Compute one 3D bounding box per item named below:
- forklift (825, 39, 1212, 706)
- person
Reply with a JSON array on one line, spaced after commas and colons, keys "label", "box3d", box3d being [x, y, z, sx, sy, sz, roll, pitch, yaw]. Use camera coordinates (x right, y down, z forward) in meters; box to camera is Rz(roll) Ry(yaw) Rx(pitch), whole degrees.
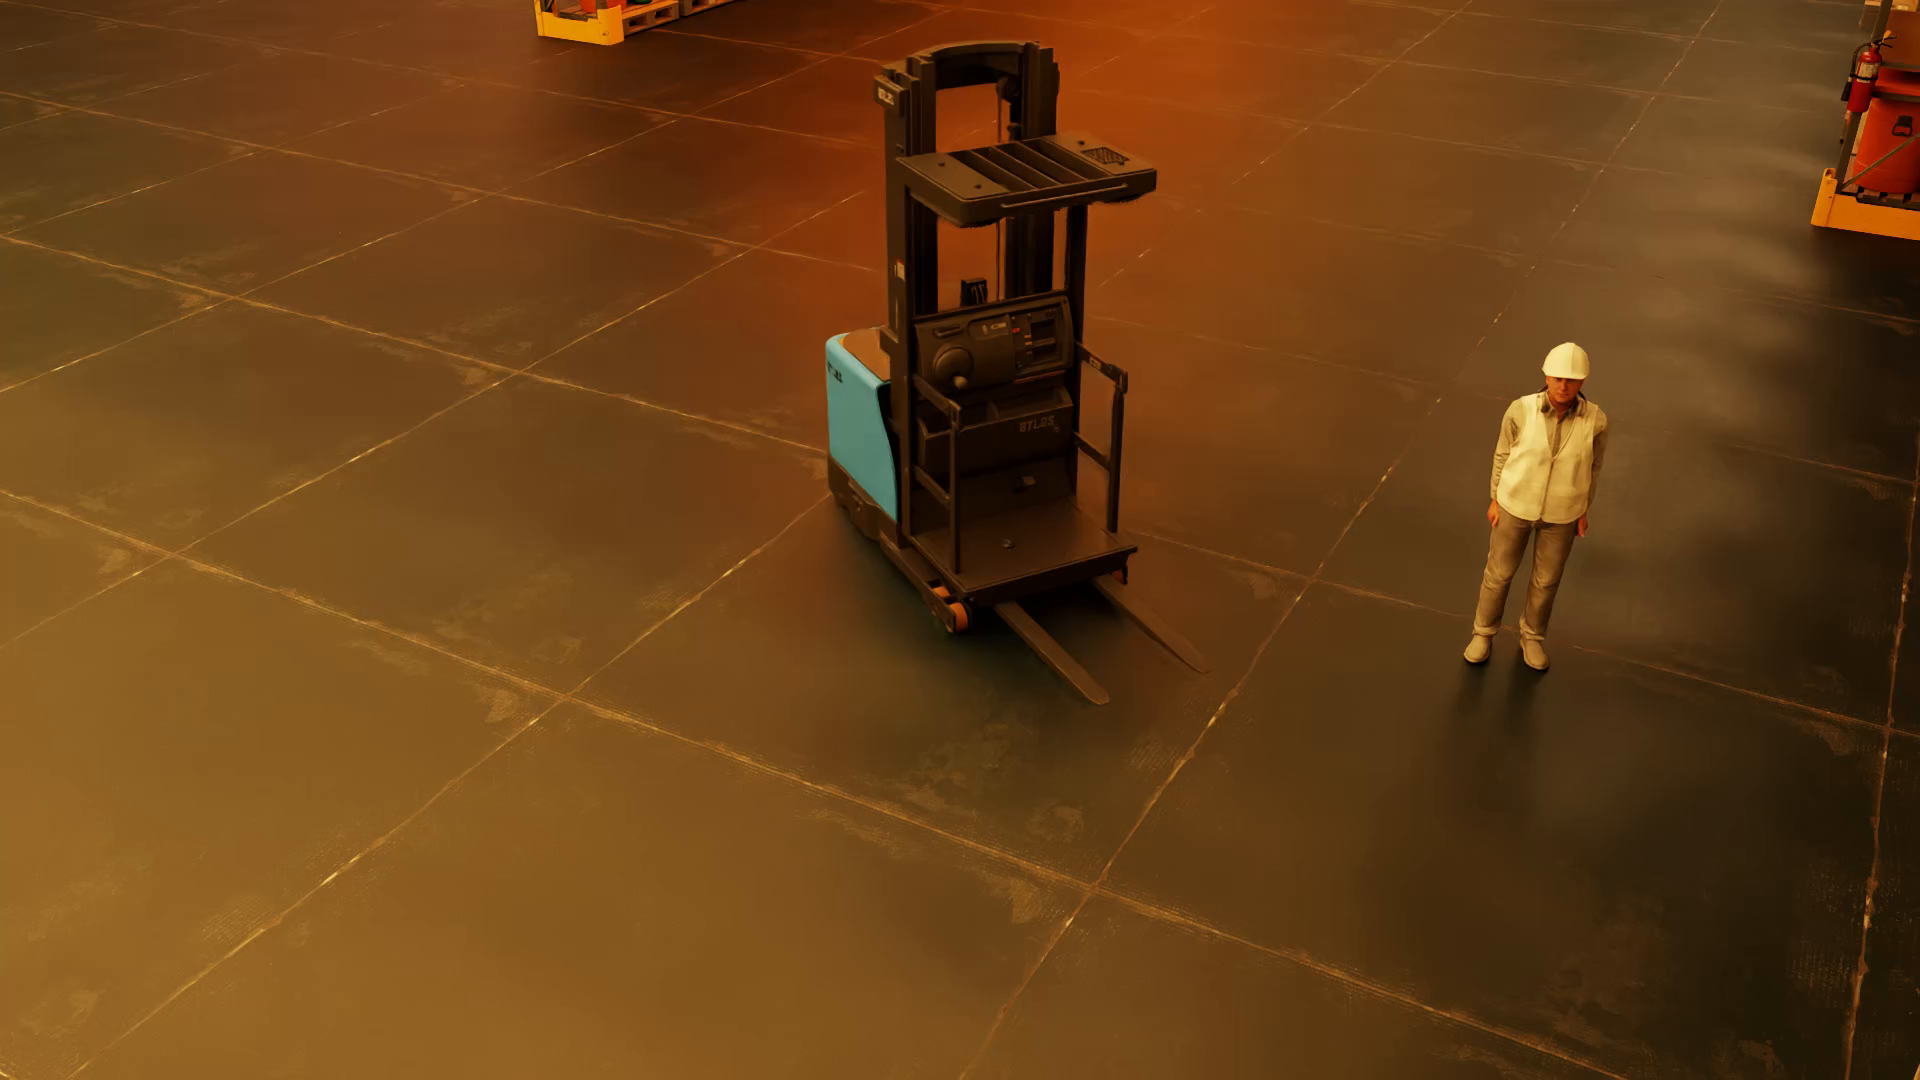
[{"label": "forklift", "box3d": [0.293, -1.015, 8.830, 1.130, 2.935, 3.031, -14, 33, -23]}, {"label": "person", "box3d": [2.970, -0.162, 8.512, 0.526, 1.777, 0.368, 6, 31, 11]}]
